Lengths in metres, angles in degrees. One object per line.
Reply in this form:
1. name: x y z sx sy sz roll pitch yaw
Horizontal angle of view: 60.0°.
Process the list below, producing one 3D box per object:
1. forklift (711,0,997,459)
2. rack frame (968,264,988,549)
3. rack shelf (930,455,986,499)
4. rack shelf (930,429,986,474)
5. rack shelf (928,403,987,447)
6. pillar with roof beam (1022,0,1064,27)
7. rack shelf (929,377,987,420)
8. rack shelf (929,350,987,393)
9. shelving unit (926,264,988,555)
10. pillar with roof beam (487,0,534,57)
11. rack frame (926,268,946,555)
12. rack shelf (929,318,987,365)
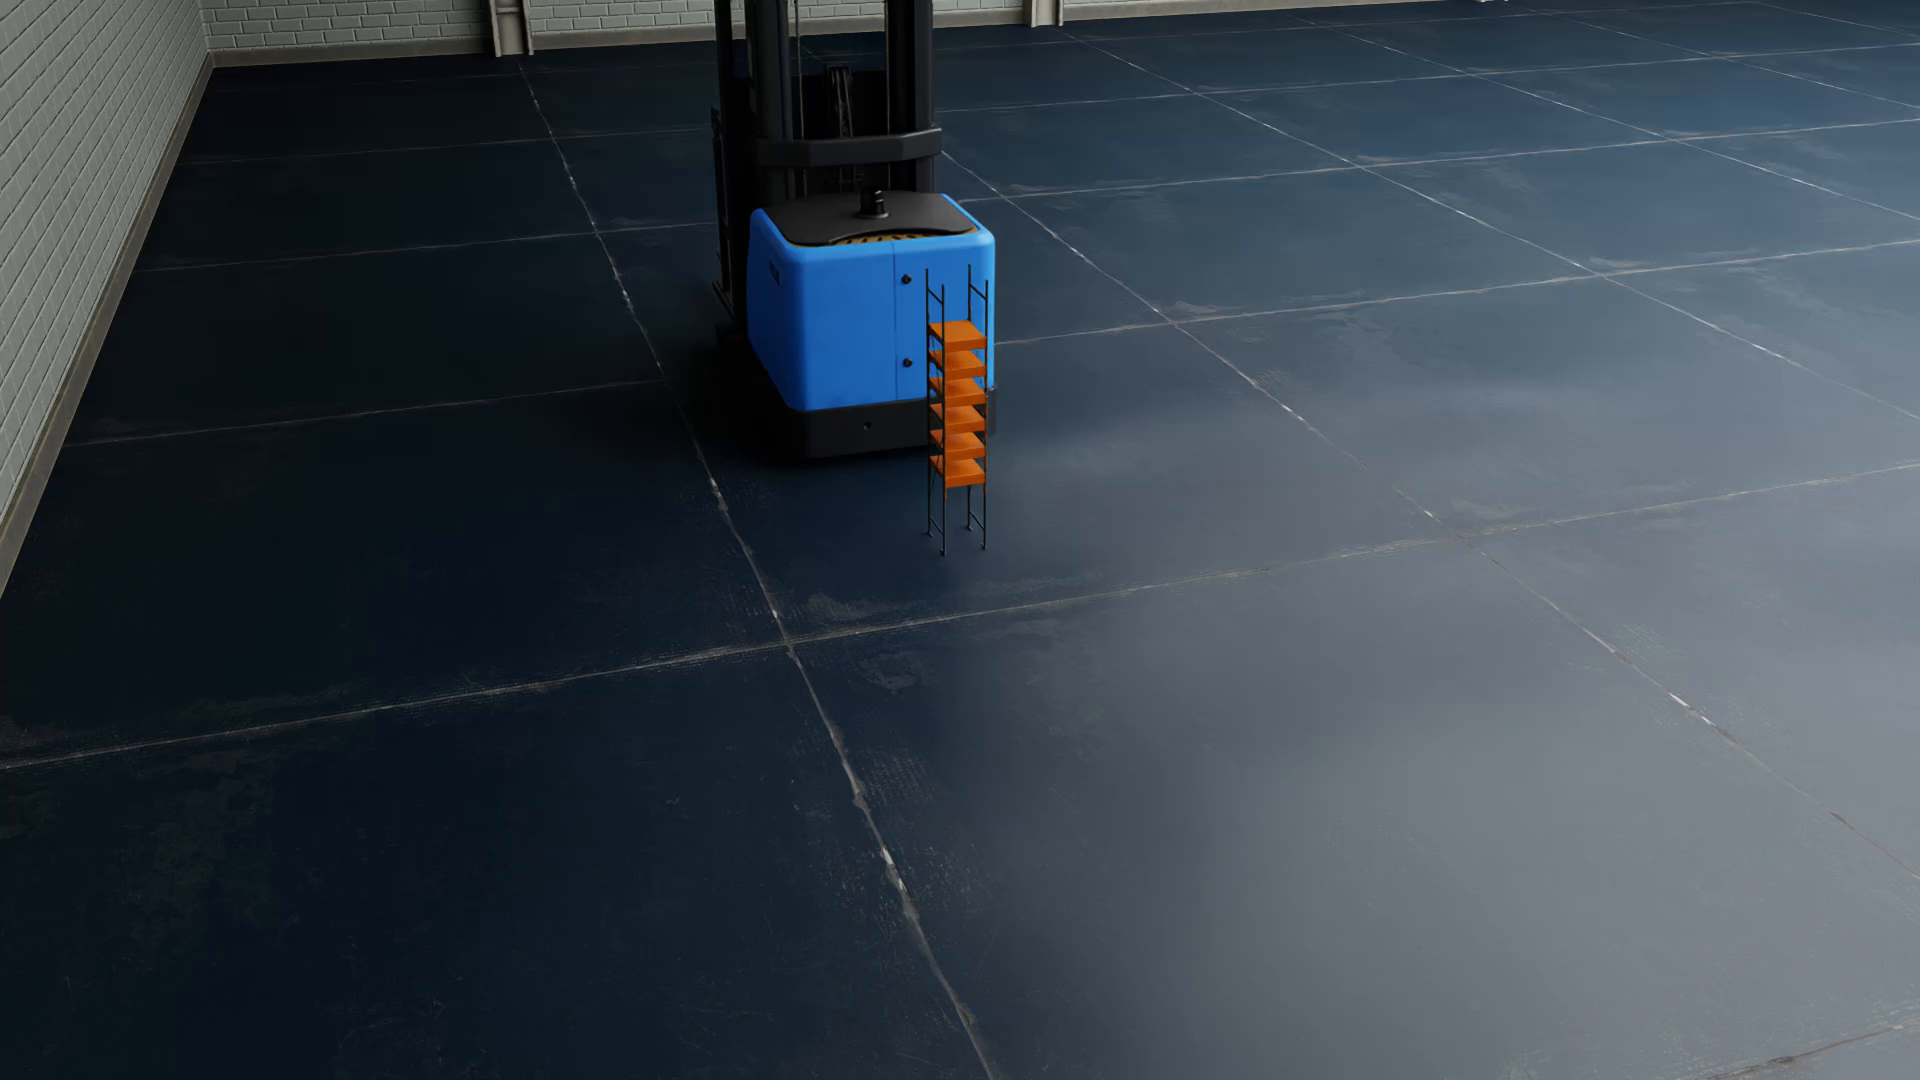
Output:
1. forklift: -0.743 -2.330 8.647 1.130 2.935 3.031 -8 27 -15
2. rack frame: 0.073 -0.548 7.005 0.006 1.200 0.240 -8 28 -16
3. rack shelf: -0.014 -0.281 7.106 0.180 0.103 0.258 -8 28 -16
4. rack shelf: -0.014 -0.388 7.052 0.180 0.103 0.258 -8 28 -16
5. rack shelf: -0.014 -0.496 6.999 0.180 0.103 0.258 -8 28 -16
6. pillar with roof beam: 2.294 -8.210 13.667 0.400 9.000 9.100 -8 28 -16
7. rack shelf: -0.014 -0.603 6.946 0.180 0.103 0.258 -8 28 -16
8. rack shelf: -0.014 -0.711 6.892 0.180 0.103 0.258 -8 28 -16
9. shelving unit: -0.014 -0.535 6.979 0.189 1.200 0.258 -8 28 -16
10. pillar with roof beam: -3.411 -7.384 12.003 0.400 9.000 9.100 -8 28 -16
11. rack frame: -0.101 -0.523 6.954 0.006 1.200 0.240 -8 28 -16
12. rack shelf: -0.014 -0.818 6.839 0.180 0.103 0.258 -8 28 -16
